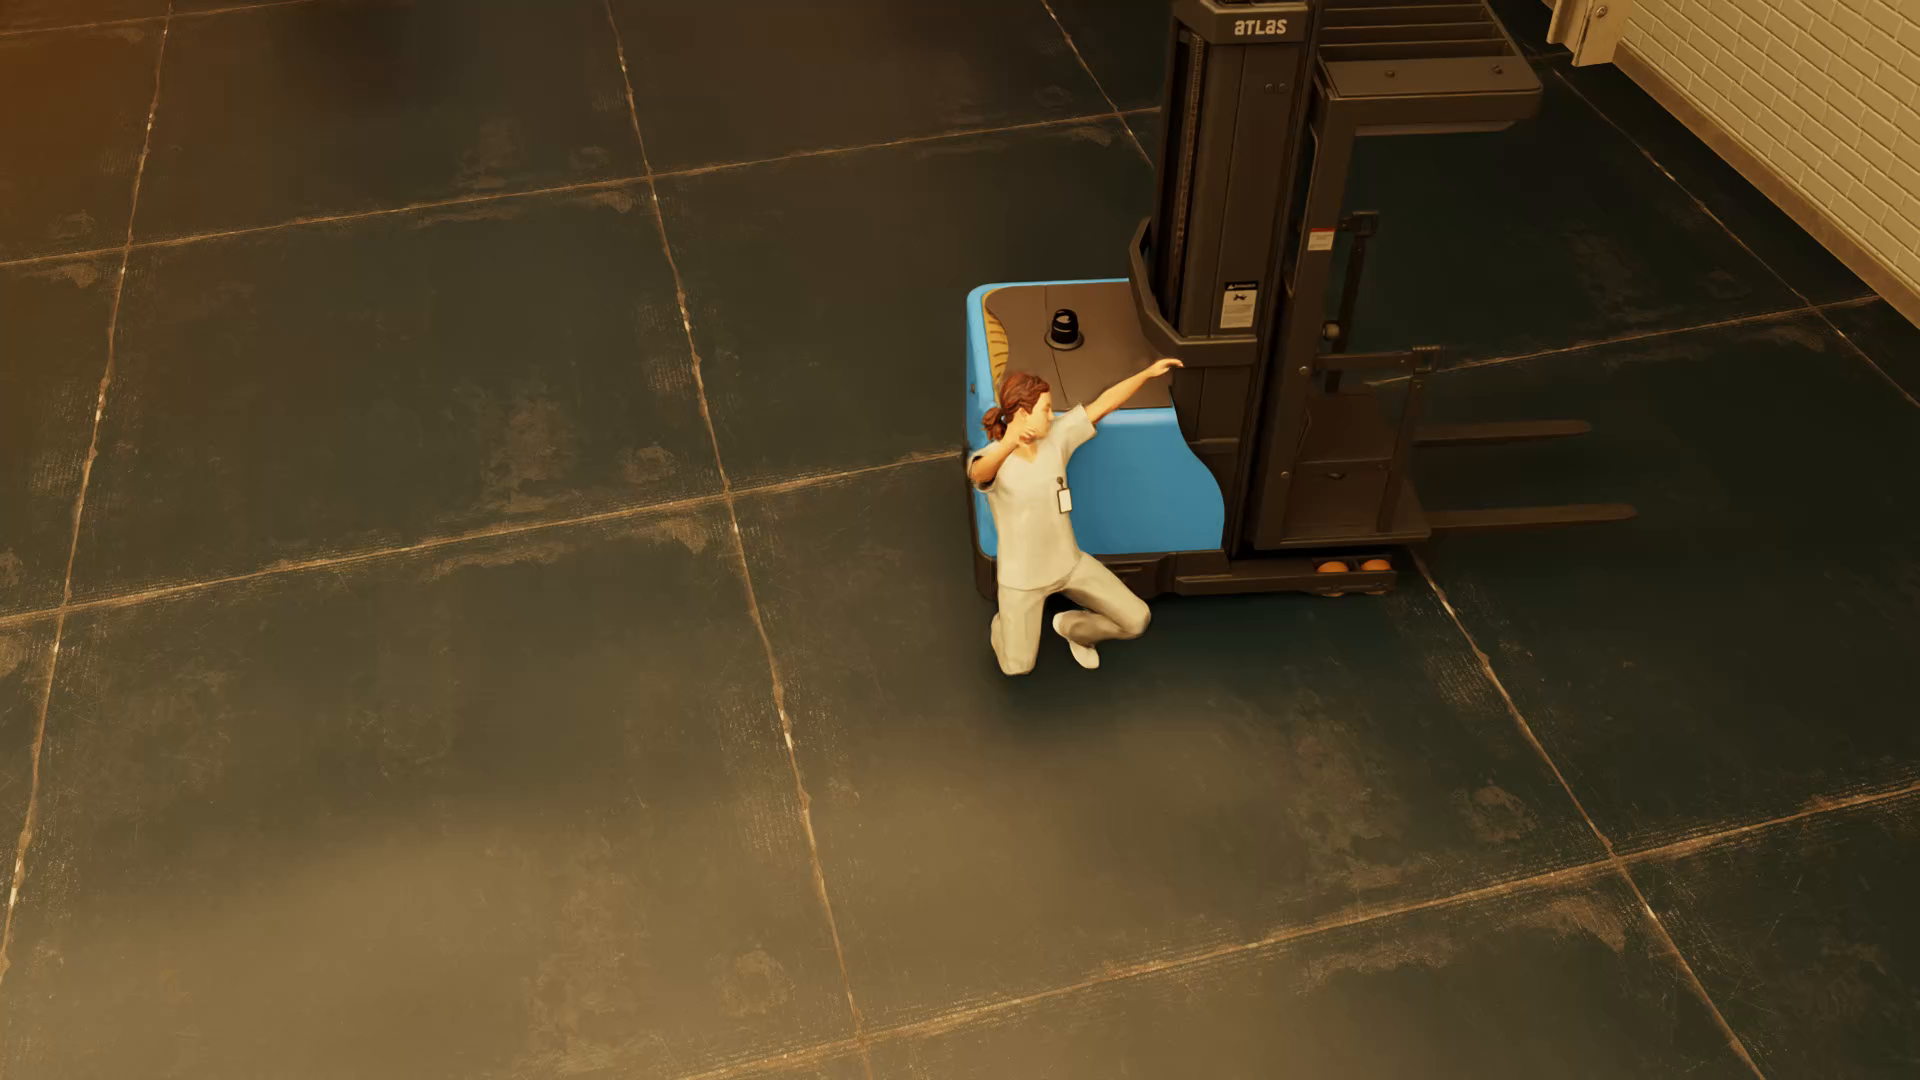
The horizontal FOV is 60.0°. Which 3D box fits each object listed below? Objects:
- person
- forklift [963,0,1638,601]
[{"bbox_3d":[0.457,-0.046,6.698,0.914,1.562,0.763,-18,46,-18],"label":"person"},{"bbox_3d":[1.557,-1.171,6.884,3.031,2.935,1.130,-3,43,-3],"label":"forklift"}]
